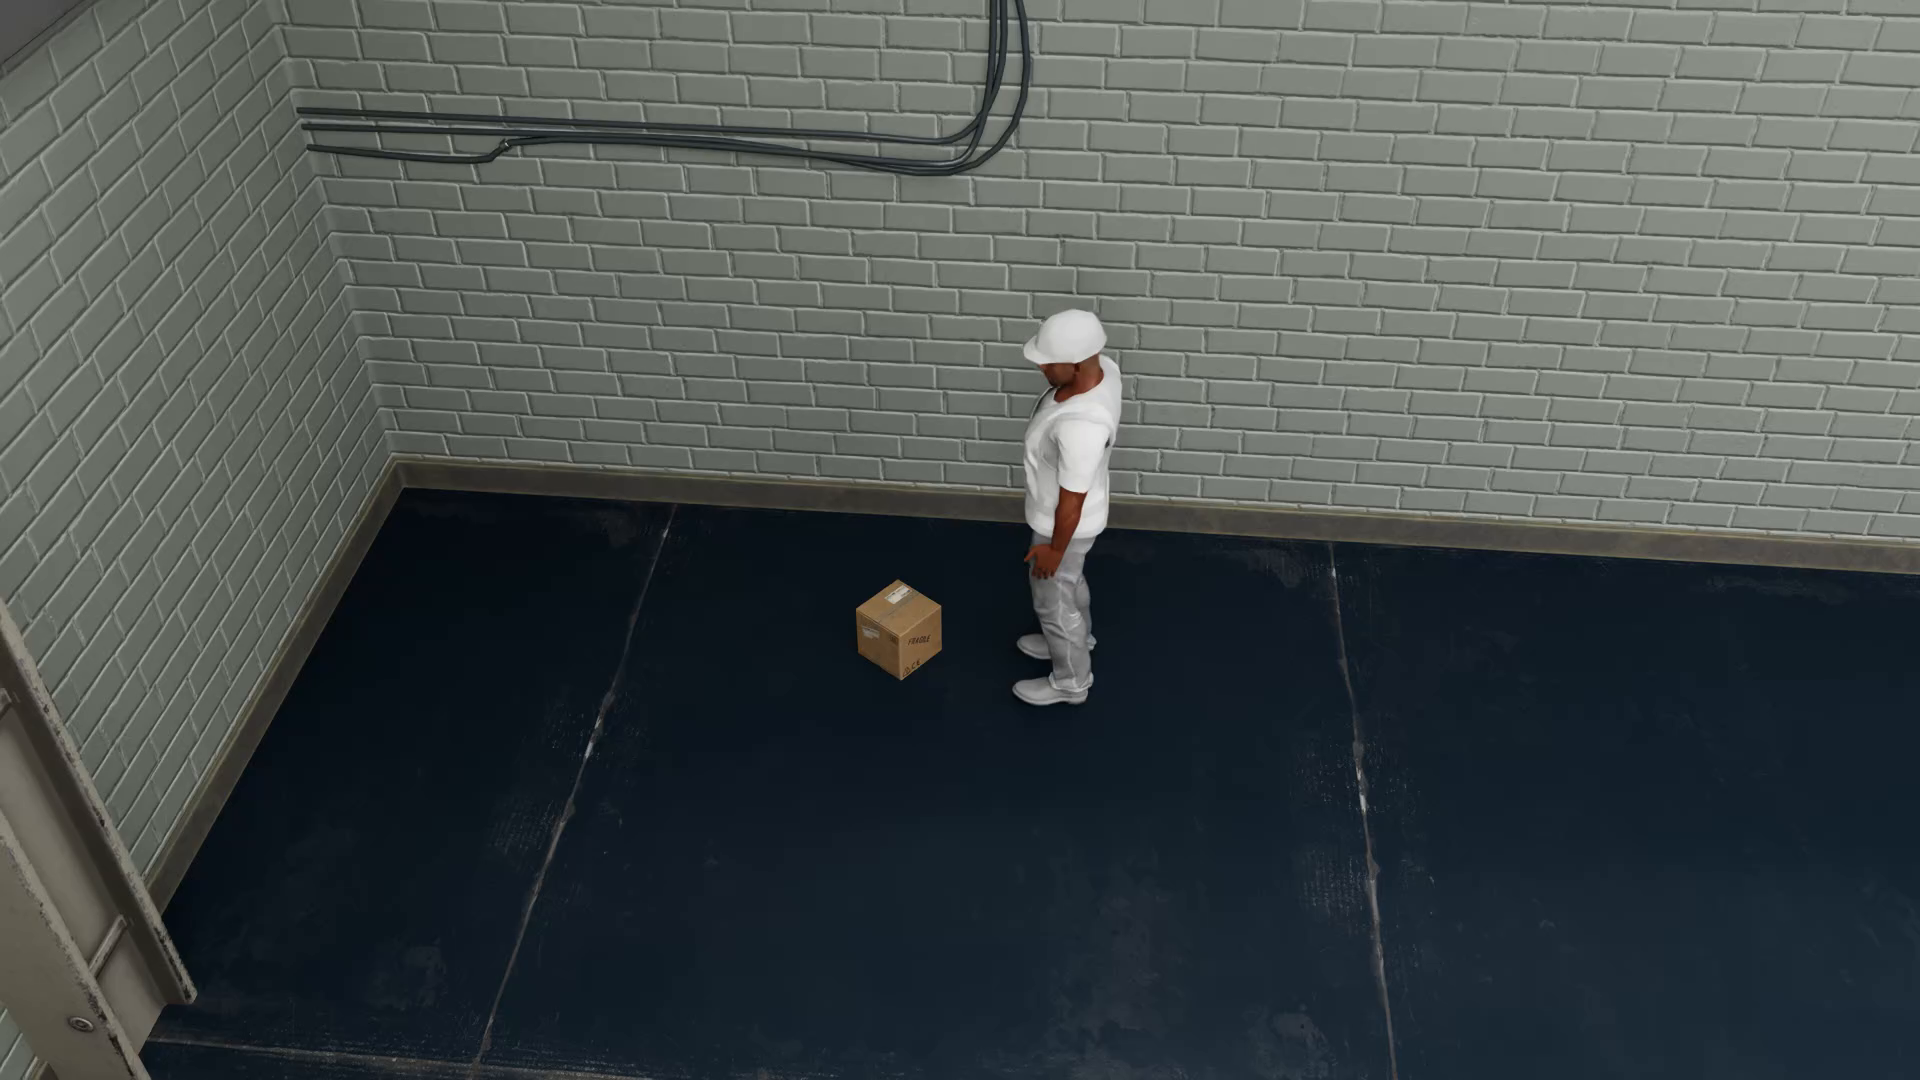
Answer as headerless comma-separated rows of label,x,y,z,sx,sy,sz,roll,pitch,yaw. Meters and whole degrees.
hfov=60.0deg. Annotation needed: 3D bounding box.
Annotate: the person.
person,0.399,-0.110,6.271,0.361,1.762,0.566,4,40,5
